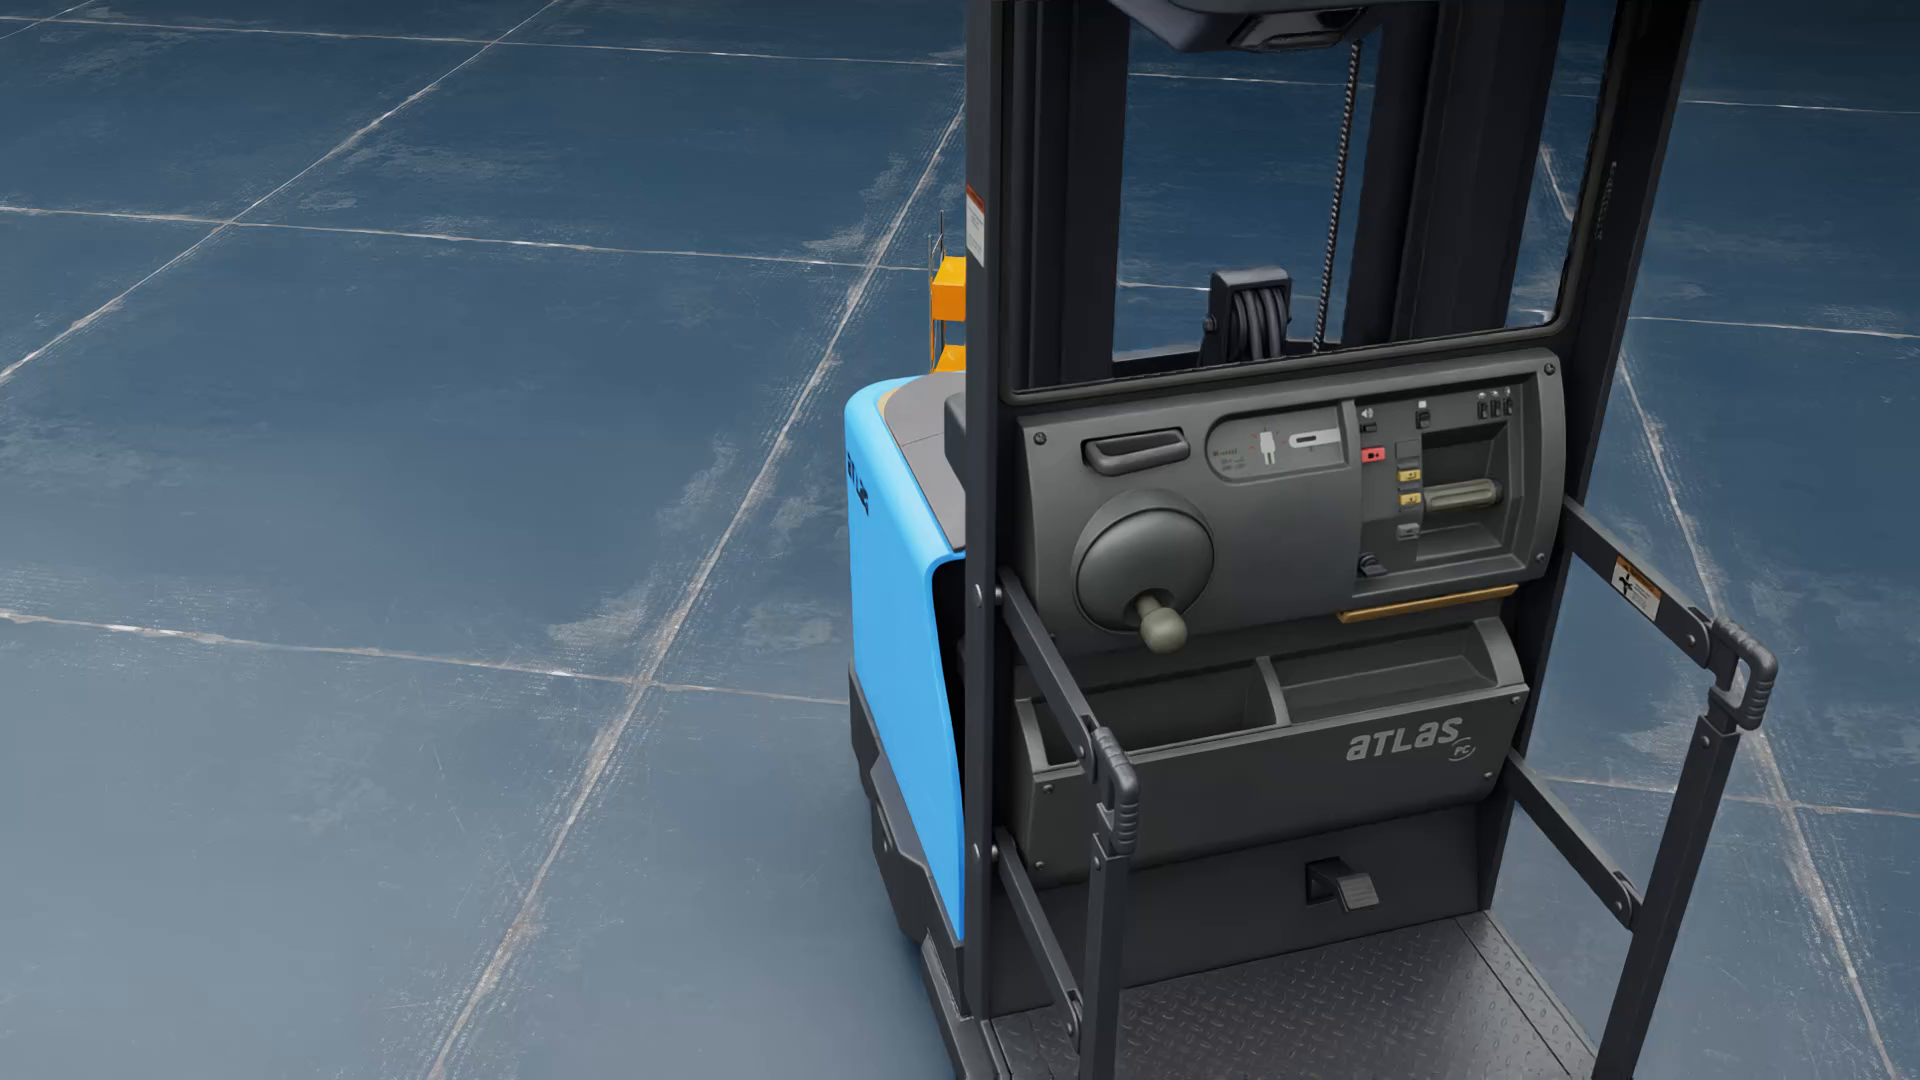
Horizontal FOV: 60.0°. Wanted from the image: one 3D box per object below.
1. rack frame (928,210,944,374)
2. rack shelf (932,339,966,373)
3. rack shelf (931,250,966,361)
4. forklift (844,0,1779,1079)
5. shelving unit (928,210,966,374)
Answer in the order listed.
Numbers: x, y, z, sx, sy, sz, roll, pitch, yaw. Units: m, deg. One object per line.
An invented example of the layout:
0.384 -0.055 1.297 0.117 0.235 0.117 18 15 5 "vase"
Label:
-0.068 -0.451 4.981 0.008 1.050 0.200 5 32 8 "rack frame"
0.053 -0.431 4.969 0.240 0.259 0.215 5 32 8 "rack shelf"
0.053 -0.672 4.819 0.240 0.259 0.215 5 32 8 "rack shelf"
0.612 -0.008 2.500 1.130 2.935 3.031 -9 33 -13 "forklift"
0.053 -0.440 4.964 0.252 1.050 0.215 5 32 8 "shelving unit"
